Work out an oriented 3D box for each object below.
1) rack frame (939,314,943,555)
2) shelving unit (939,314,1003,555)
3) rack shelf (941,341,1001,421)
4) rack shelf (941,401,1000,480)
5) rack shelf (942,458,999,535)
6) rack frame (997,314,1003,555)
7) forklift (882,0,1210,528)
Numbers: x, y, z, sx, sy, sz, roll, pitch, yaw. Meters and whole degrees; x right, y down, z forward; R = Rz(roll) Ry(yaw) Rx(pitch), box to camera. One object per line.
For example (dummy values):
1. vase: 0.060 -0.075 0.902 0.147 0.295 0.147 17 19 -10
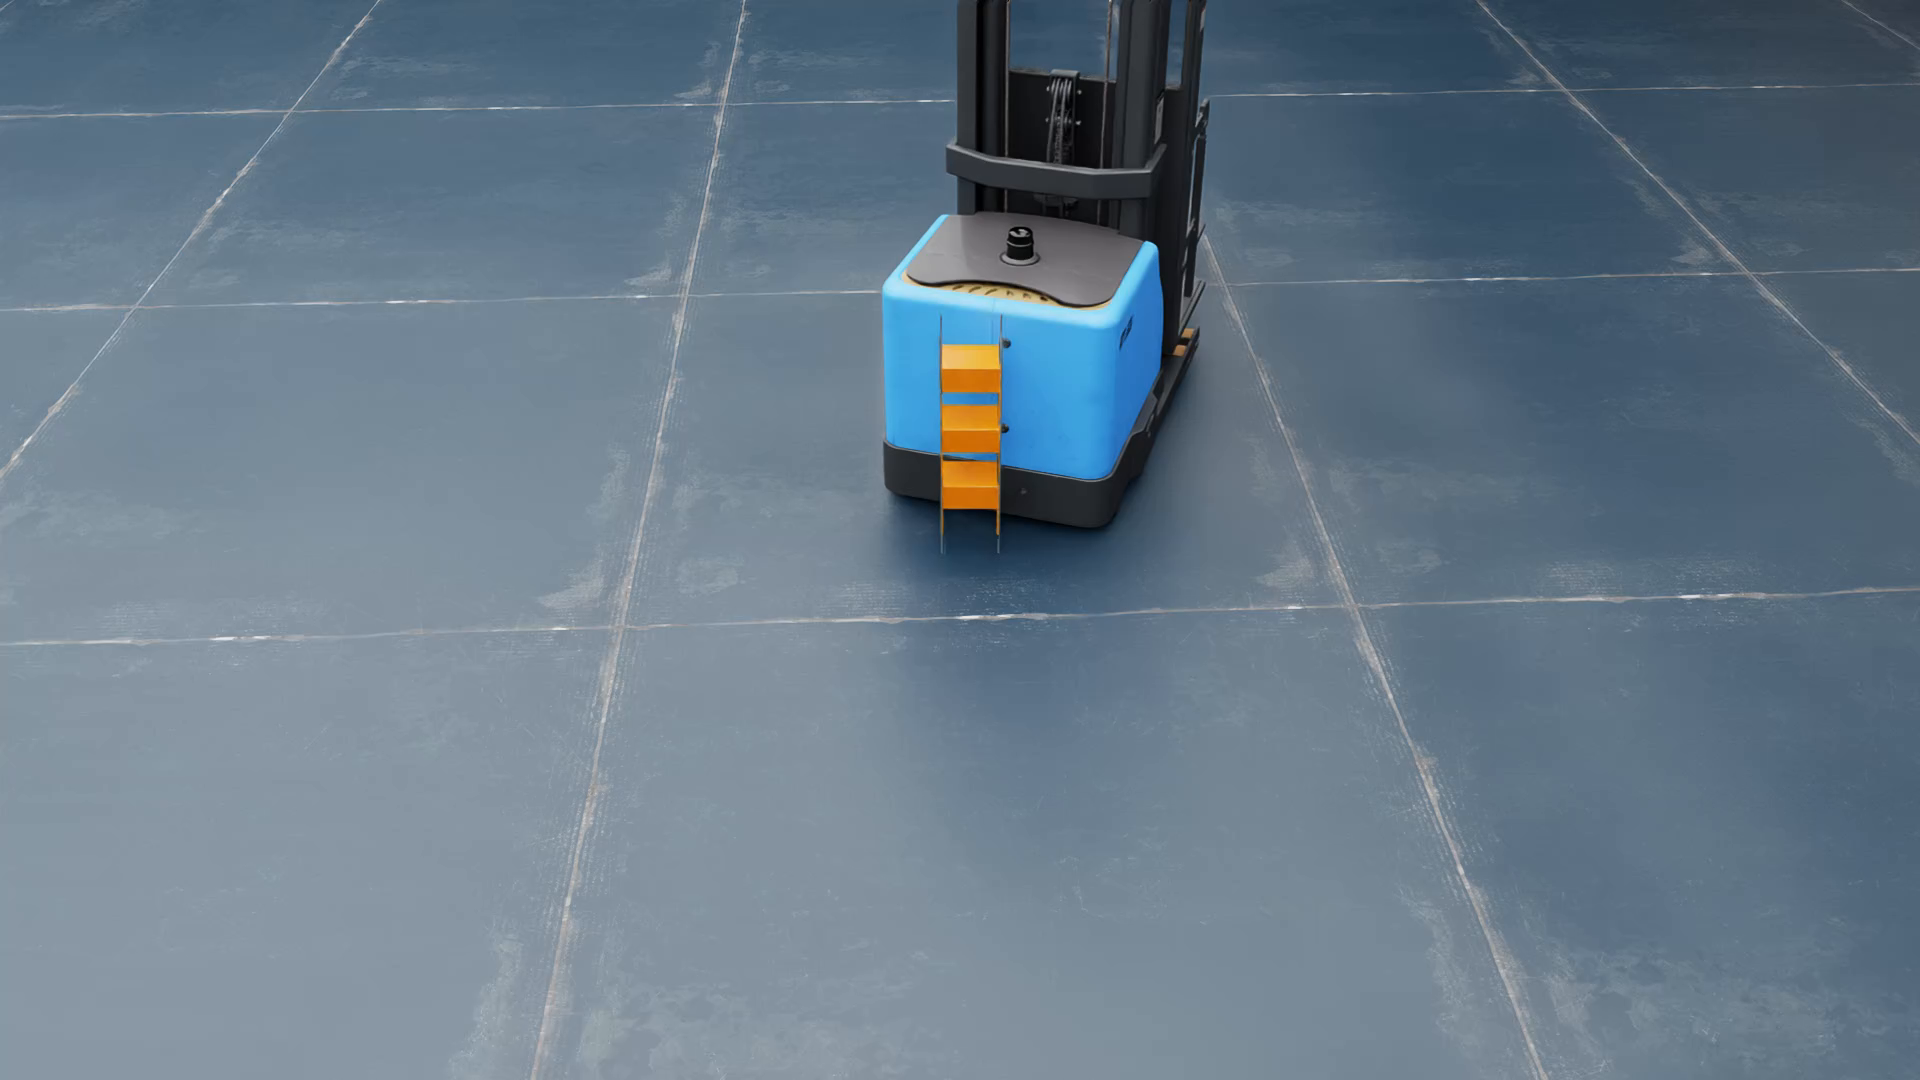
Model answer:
1. rack frame: -0.078 -0.425 6.942 0.008 1.050 0.200 0 35 0
2. shelving unit: 0.044 -0.425 6.942 0.252 1.050 0.215 0 35 0
3. rack shelf: 0.044 -0.650 6.787 0.240 0.259 0.215 0 35 0
4. rack shelf: 0.044 -0.417 6.948 0.240 0.259 0.215 0 35 0
5. rack shelf: 0.044 -0.188 7.106 0.240 0.259 0.215 0 35 0
6. rack frame: 0.166 -0.425 6.942 0.008 1.050 0.200 0 35 0
7. forklift: 0.603 -2.093 7.699 1.130 2.935 3.031 11 36 15
